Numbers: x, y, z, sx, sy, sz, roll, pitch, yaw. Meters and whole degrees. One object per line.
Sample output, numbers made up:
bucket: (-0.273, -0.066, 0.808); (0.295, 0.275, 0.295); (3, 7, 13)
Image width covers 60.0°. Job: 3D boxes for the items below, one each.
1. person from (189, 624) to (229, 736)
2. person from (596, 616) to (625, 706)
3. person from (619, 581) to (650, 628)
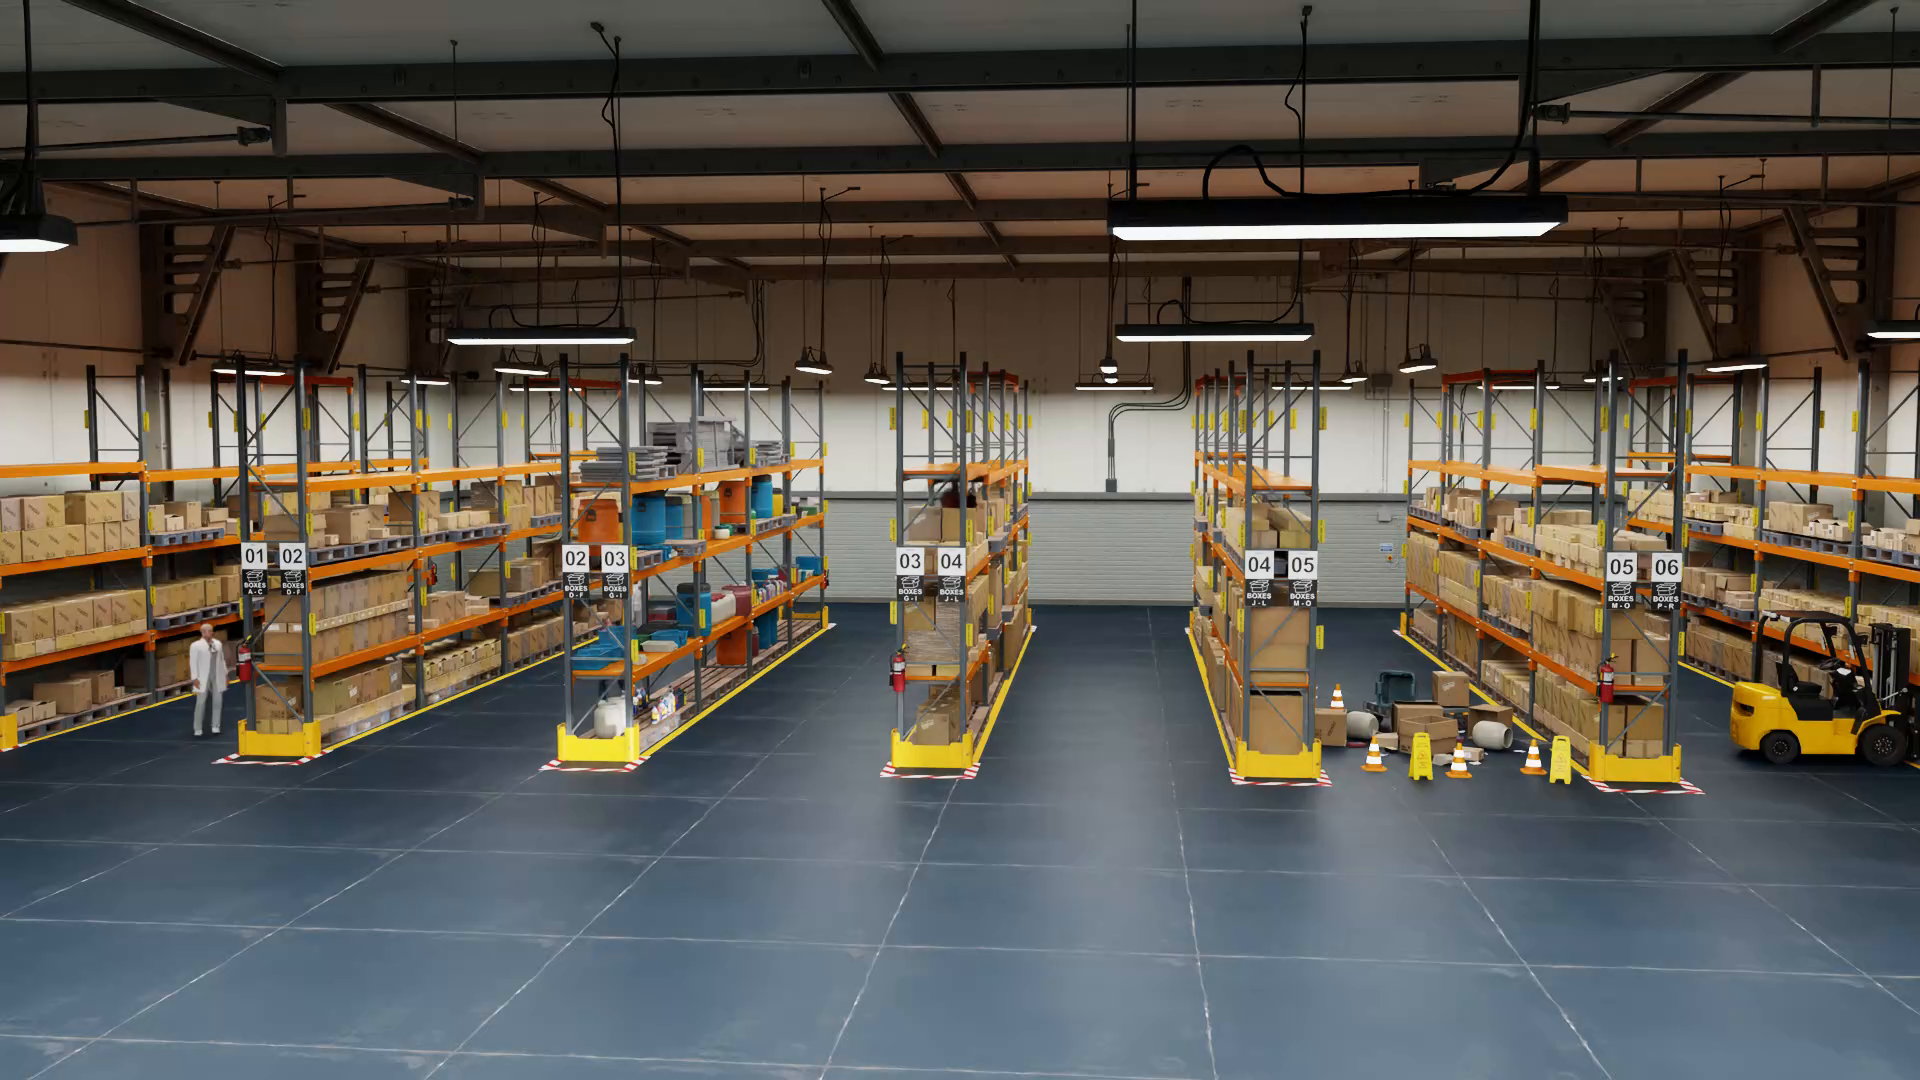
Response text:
person: (-12.054, 2.260, 26.740); (0.616, 1.842, 0.421); (-3, 5, -38)
person: (-6.215, 2.121, 29.545); (0.499, 1.545, 0.892); (1, 4, 13)
person: (-7.150, 1.514, 36.325); (0.722, 1.758, 0.993); (0, 4, 3)
